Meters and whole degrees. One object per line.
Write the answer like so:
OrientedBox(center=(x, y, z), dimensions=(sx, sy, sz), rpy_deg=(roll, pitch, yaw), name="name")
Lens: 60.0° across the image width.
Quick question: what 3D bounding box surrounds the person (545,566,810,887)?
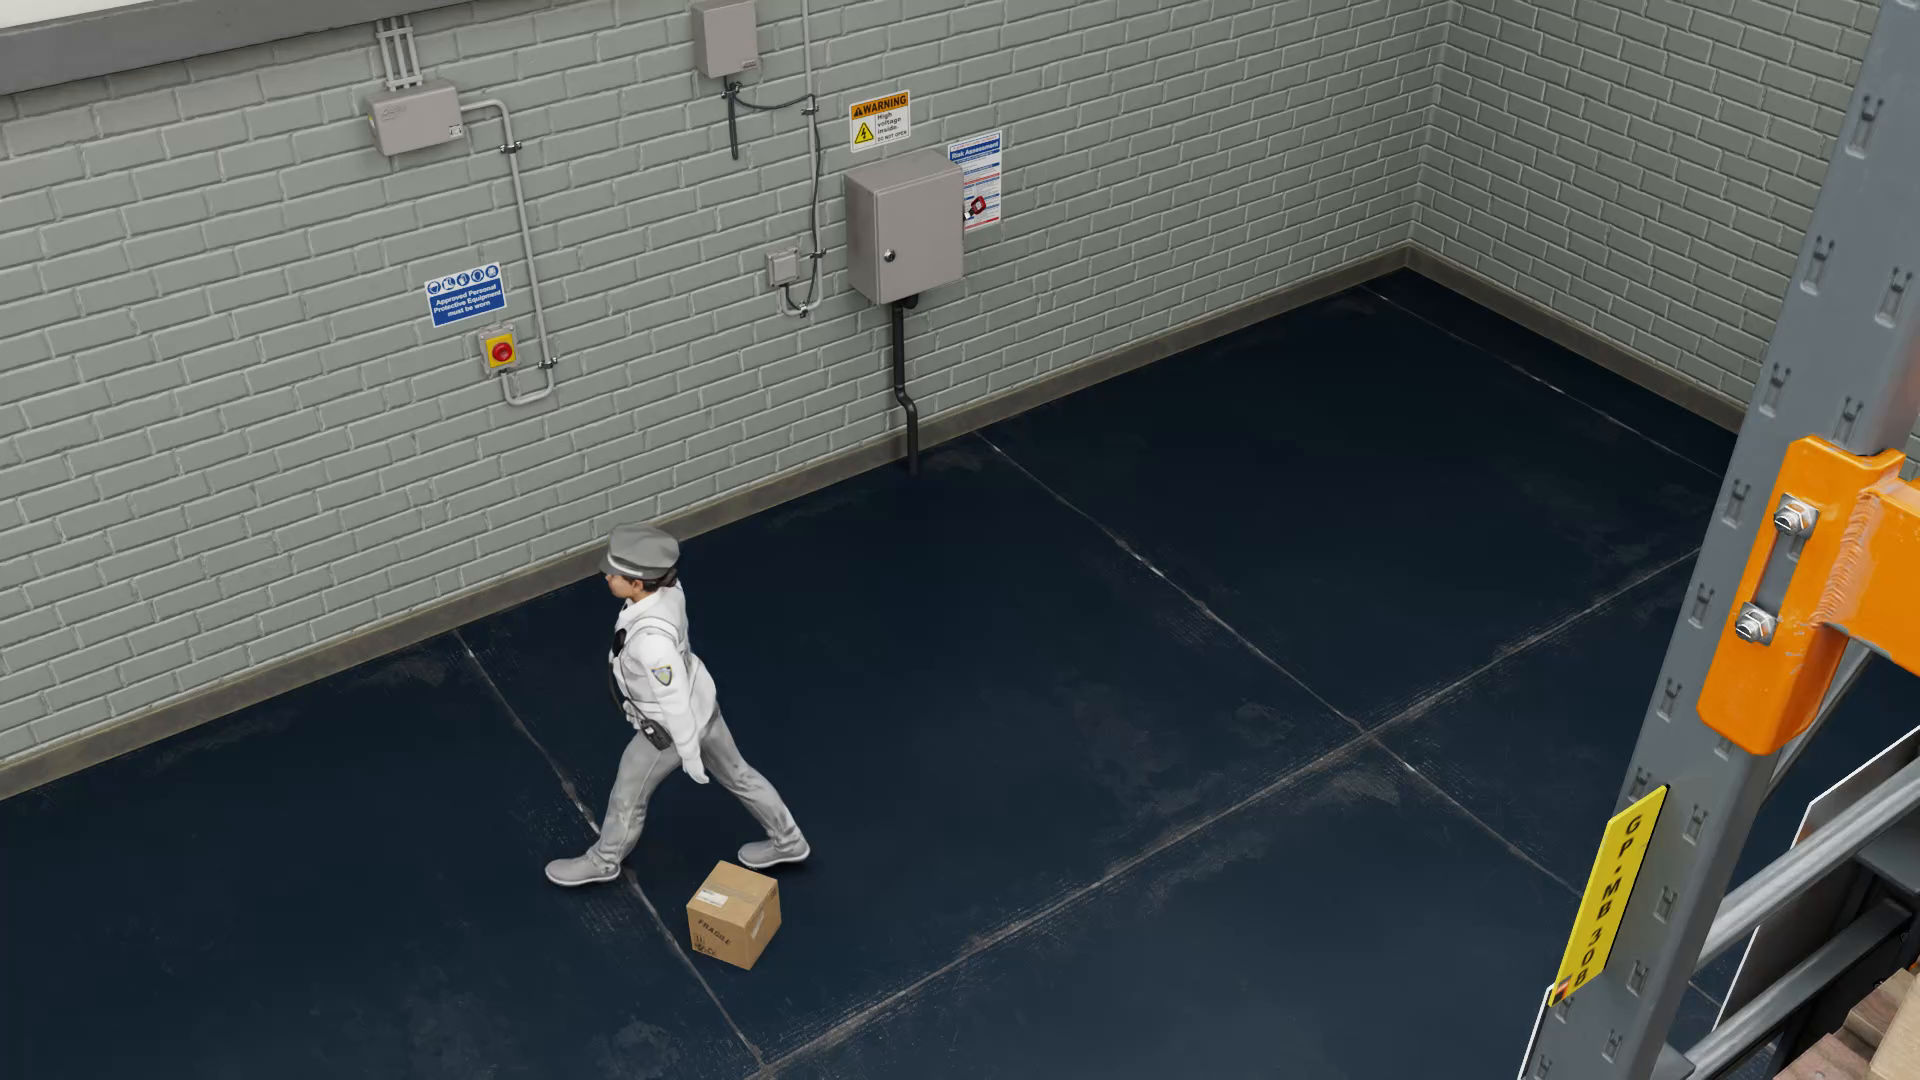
OrientedBox(center=(-1.106, 0.637, 6.141), dimensions=(1.022, 1.580, 0.483), rpy_deg=(2, 37, 3), name="person")
